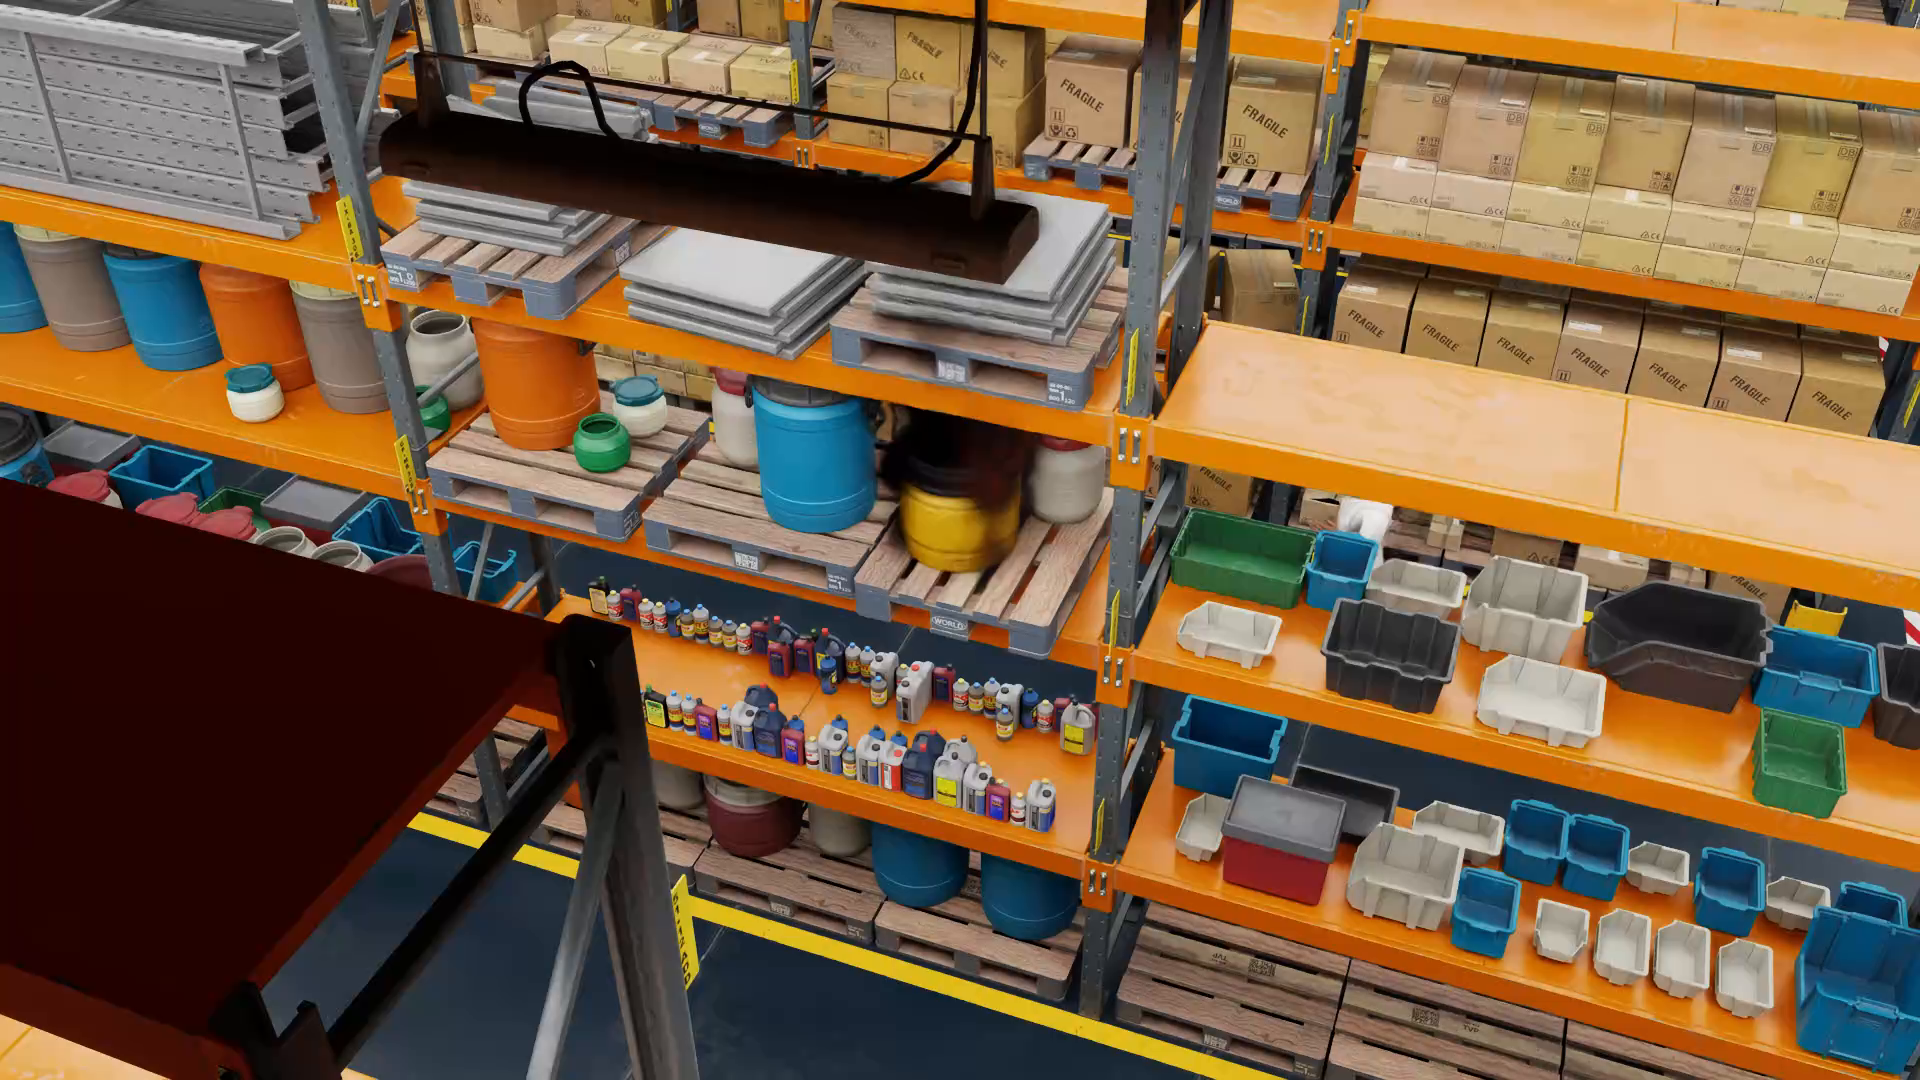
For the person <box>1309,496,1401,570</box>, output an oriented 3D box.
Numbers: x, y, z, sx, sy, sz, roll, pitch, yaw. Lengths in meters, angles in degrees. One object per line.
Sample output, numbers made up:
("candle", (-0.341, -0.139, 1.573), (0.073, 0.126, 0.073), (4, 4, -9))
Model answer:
("person", (2.653, 0.149, 11.179), (0.882, 1.788, 0.693), (4, 37, 6))
